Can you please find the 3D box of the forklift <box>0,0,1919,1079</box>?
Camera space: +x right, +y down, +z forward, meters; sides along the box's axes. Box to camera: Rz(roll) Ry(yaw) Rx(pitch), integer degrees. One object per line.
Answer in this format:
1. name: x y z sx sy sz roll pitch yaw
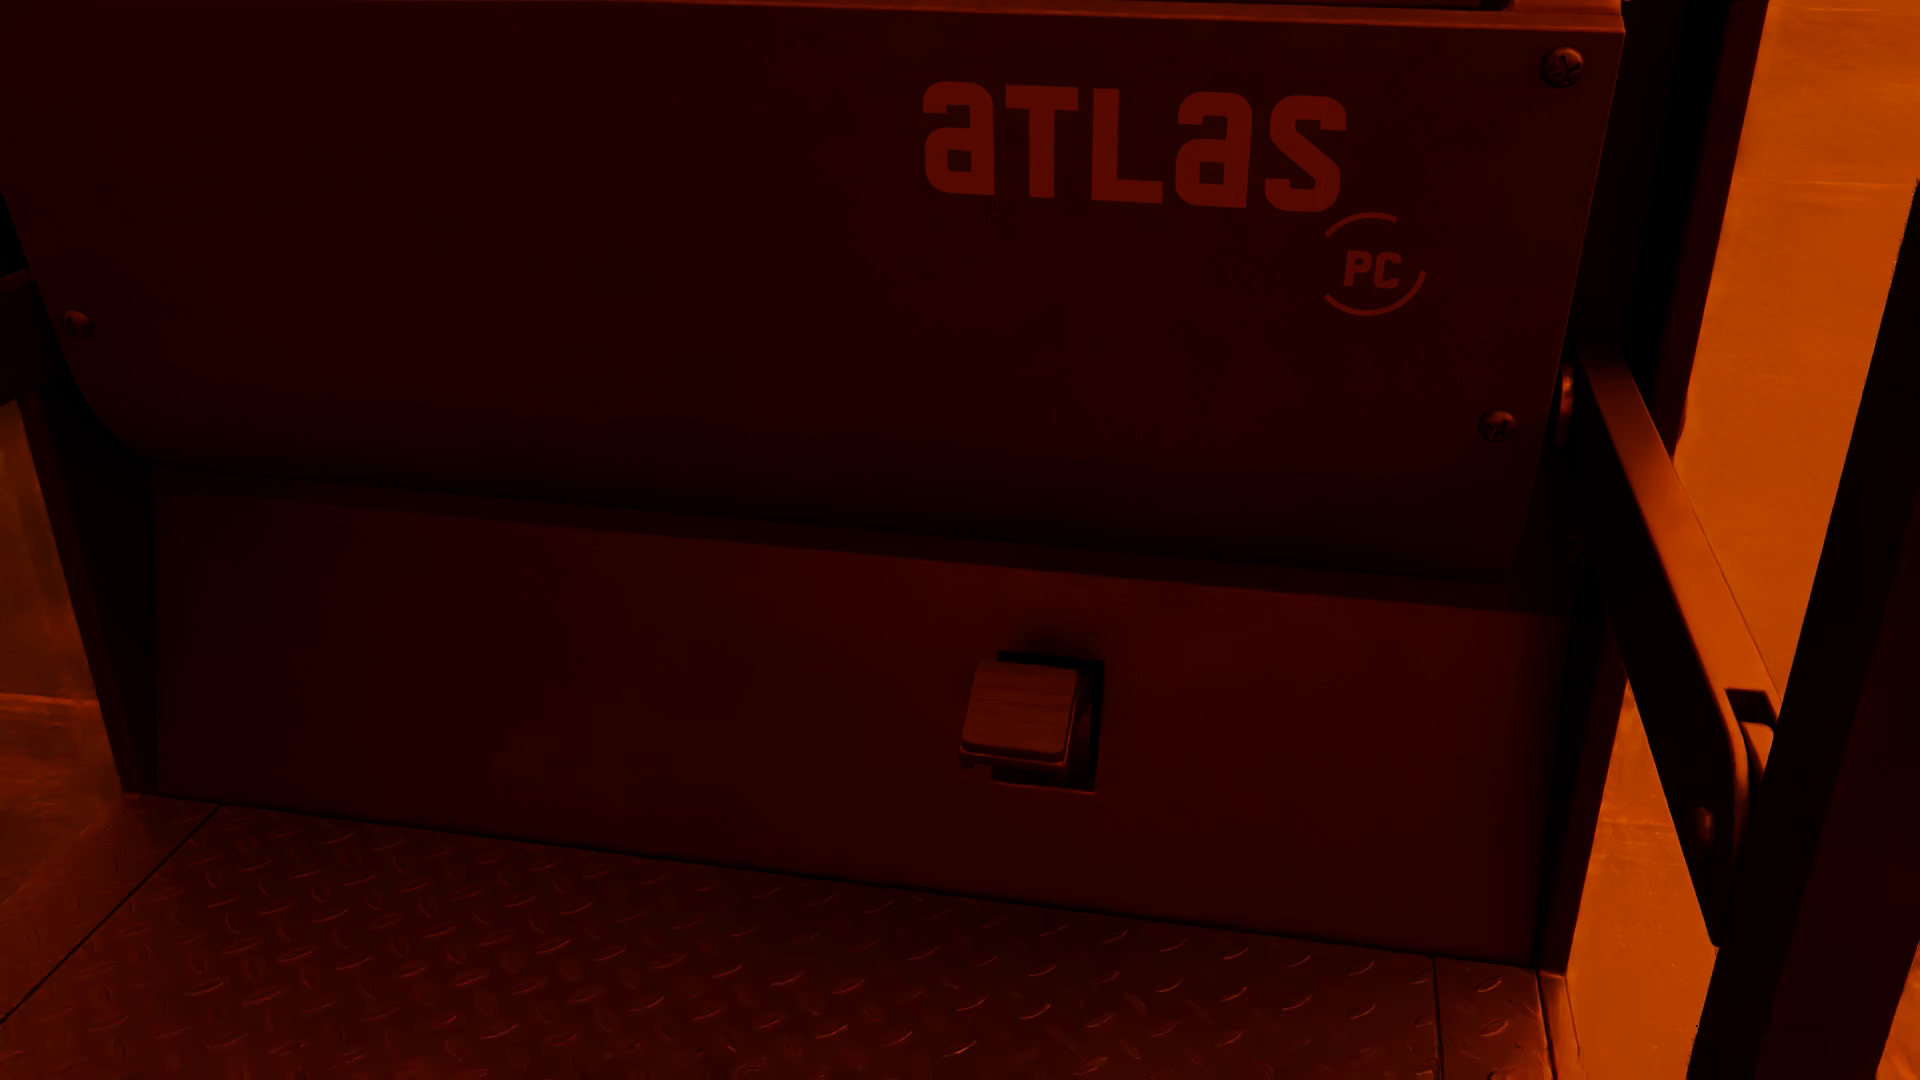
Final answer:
1. forklift: -0.163 -0.658 0.535 1.130 2.935 3.031 5 27 10
